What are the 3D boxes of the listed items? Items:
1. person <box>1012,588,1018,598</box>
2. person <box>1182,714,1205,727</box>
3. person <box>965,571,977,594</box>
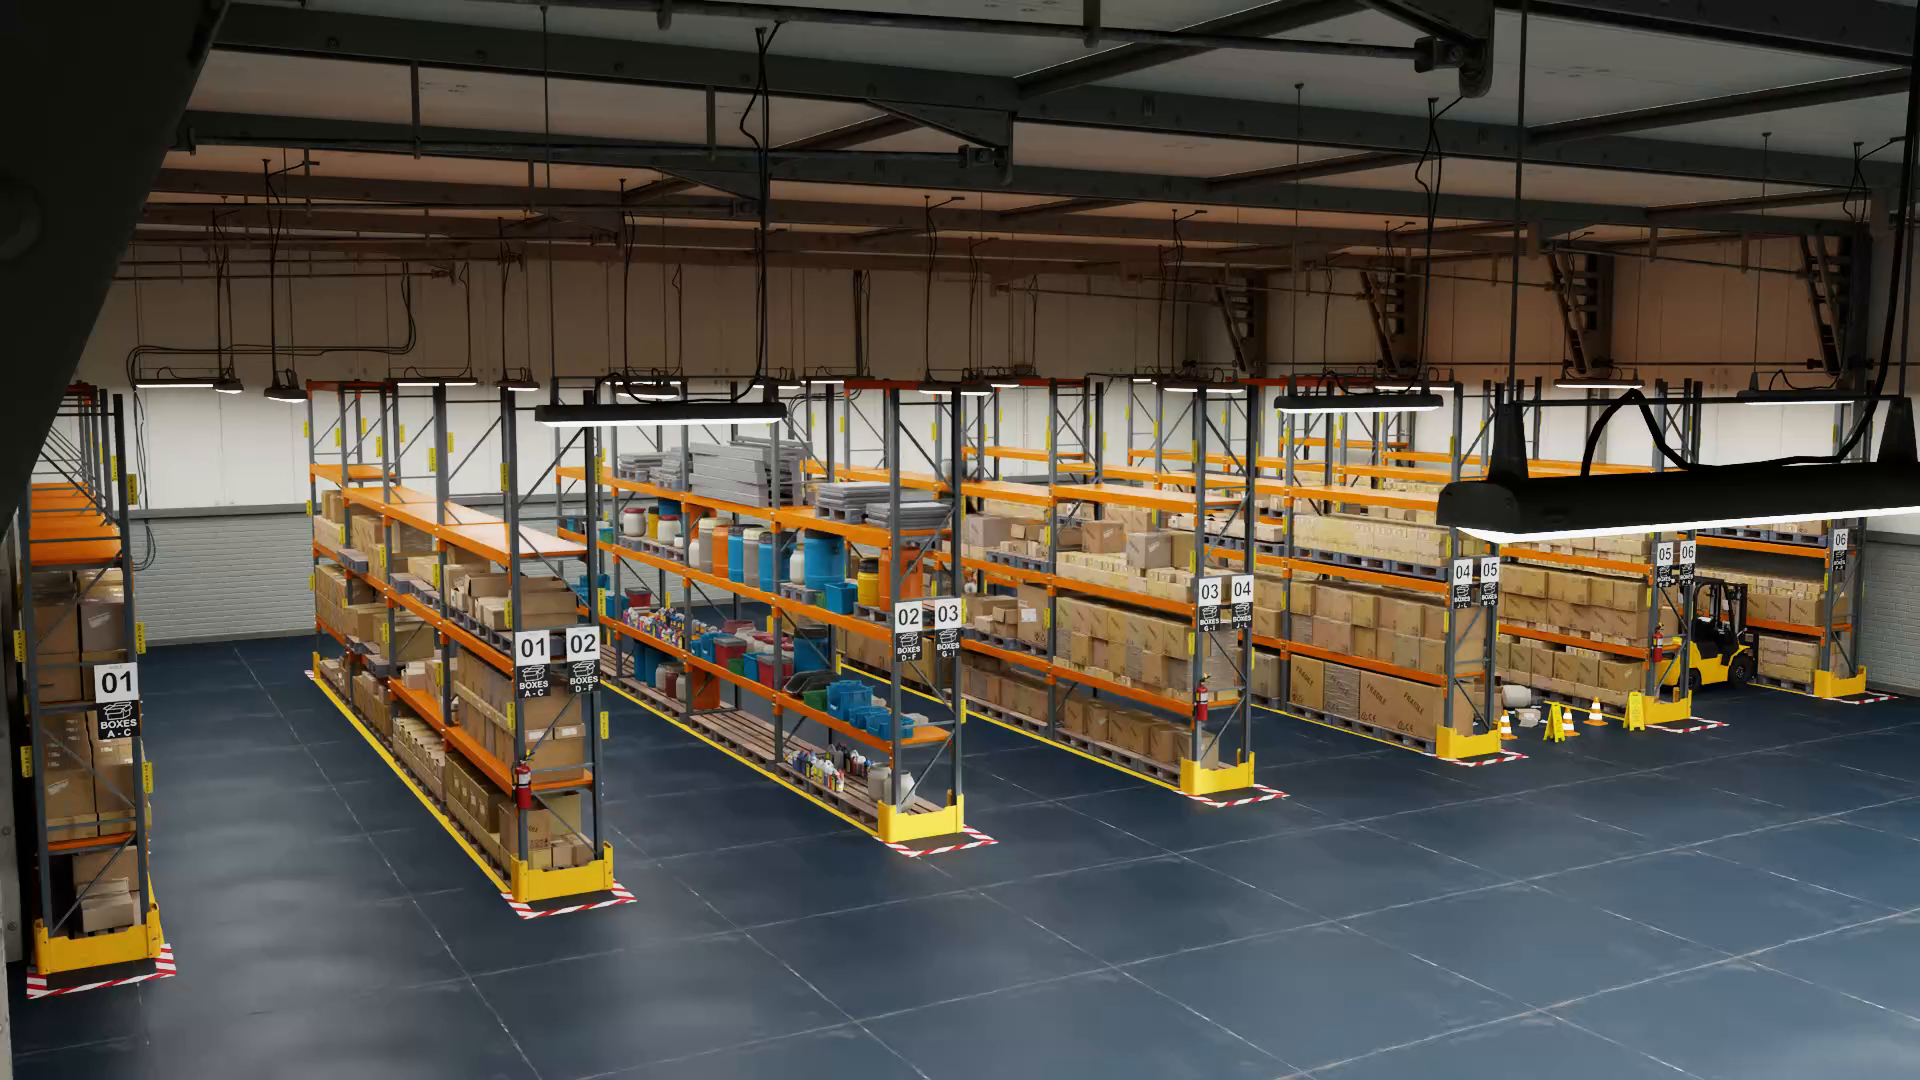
[{"bbox_3d":[1.564,0.896,42.873,0.975,1.772,0.710,-4,7,-30],"label":"person"},{"bbox_3d":[4.097,2.395,29.244,0.579,1.726,0.762,-6,8,-44],"label":"person"},{"bbox_3d":[0.330,1.519,37.466,0.577,1.682,0.966,-3,7,-23],"label":"person"}]
